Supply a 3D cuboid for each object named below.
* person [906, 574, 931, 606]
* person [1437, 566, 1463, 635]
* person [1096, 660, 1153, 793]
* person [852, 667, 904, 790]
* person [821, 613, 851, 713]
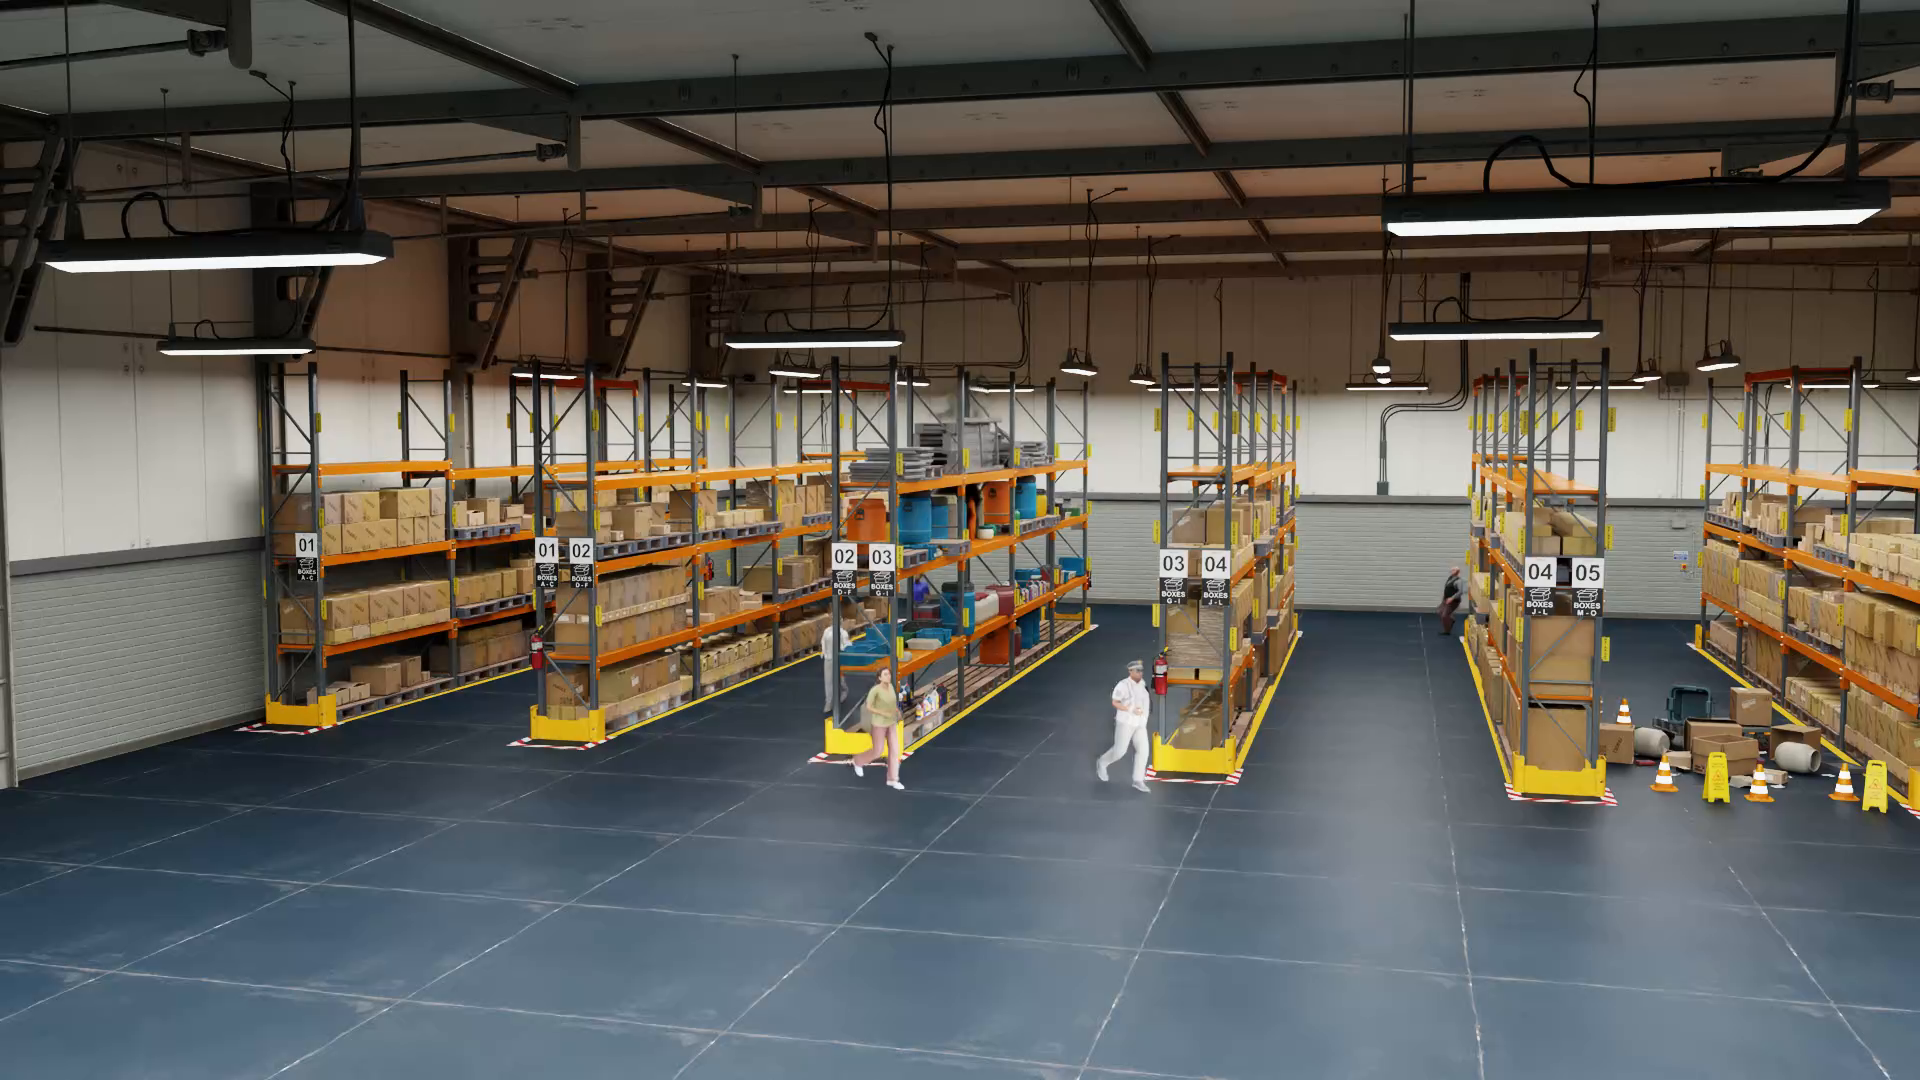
[{"bbox_3d":[-0.970,1.536,37.996,0.575,1.616,0.554,1,4,8],"label":"person"},{"bbox_3d":[11.528,1.434,39.056,0.530,1.648,0.667,-1,4,-16],"label":"person"},{"bbox_3d":[2.370,2.520,22.886,0.658,1.766,0.963,-3,5,-36],"label":"person"},{"bbox_3d":[-1.088,2.571,22.965,0.587,1.663,0.903,-4,6,-45],"label":"person"},{"bbox_3d":[-2.187,2.114,29.109,0.617,1.700,0.917,1,4,15],"label":"person"}]
